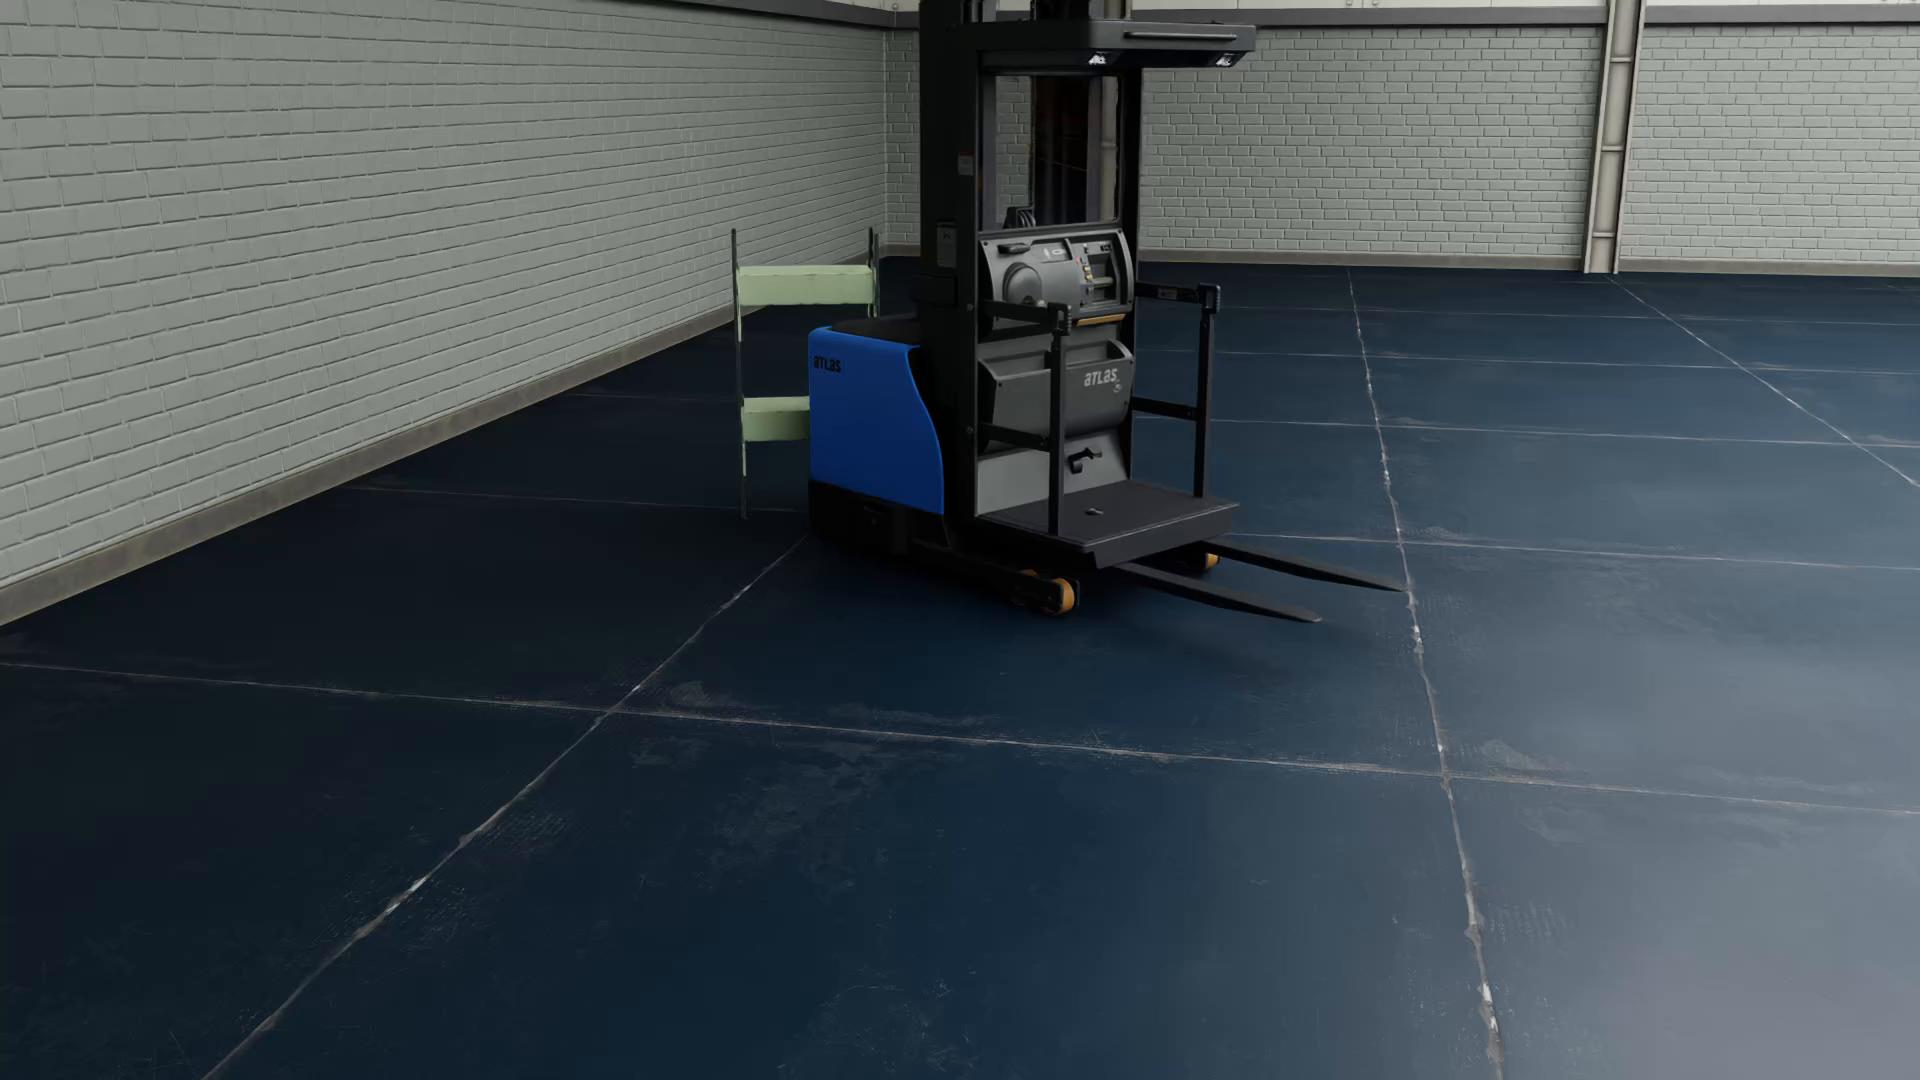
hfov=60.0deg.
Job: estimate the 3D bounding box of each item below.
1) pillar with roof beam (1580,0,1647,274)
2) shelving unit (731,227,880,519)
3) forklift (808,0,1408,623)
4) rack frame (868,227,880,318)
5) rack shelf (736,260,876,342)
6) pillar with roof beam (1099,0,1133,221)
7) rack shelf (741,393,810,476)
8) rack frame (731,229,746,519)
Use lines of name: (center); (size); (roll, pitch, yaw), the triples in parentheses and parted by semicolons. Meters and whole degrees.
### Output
pillar with roof beam: (6.948, -6.488, 15.055); (0.400, 9.000, 9.100); (3, 16, 11)
shelving unit: (-0.820, -0.899, 8.928); (0.755, 1.500, 0.431); (-2, 16, -7)
forklift: (0.597, -1.234, 7.455); (1.130, 2.935, 3.031); (-14, 21, -41)
rack frame: (-0.457, -0.912, 8.974); (0.023, 1.500, 0.400); (-2, 16, -7)
rack shelf: (-0.820, -1.275, 8.824); (0.720, 0.370, 0.431); (-2, 16, -7)
pillar with roof beam: (1.068, -6.807, 16.208); (0.400, 9.000, 9.100); (3, 16, 11)
rack shelf: (-0.820, -0.585, 9.015); (0.720, 0.370, 0.431); (-2, 16, -7)
rack frame: (-1.183, -0.886, 8.882); (0.023, 1.500, 0.400); (-2, 16, -7)
